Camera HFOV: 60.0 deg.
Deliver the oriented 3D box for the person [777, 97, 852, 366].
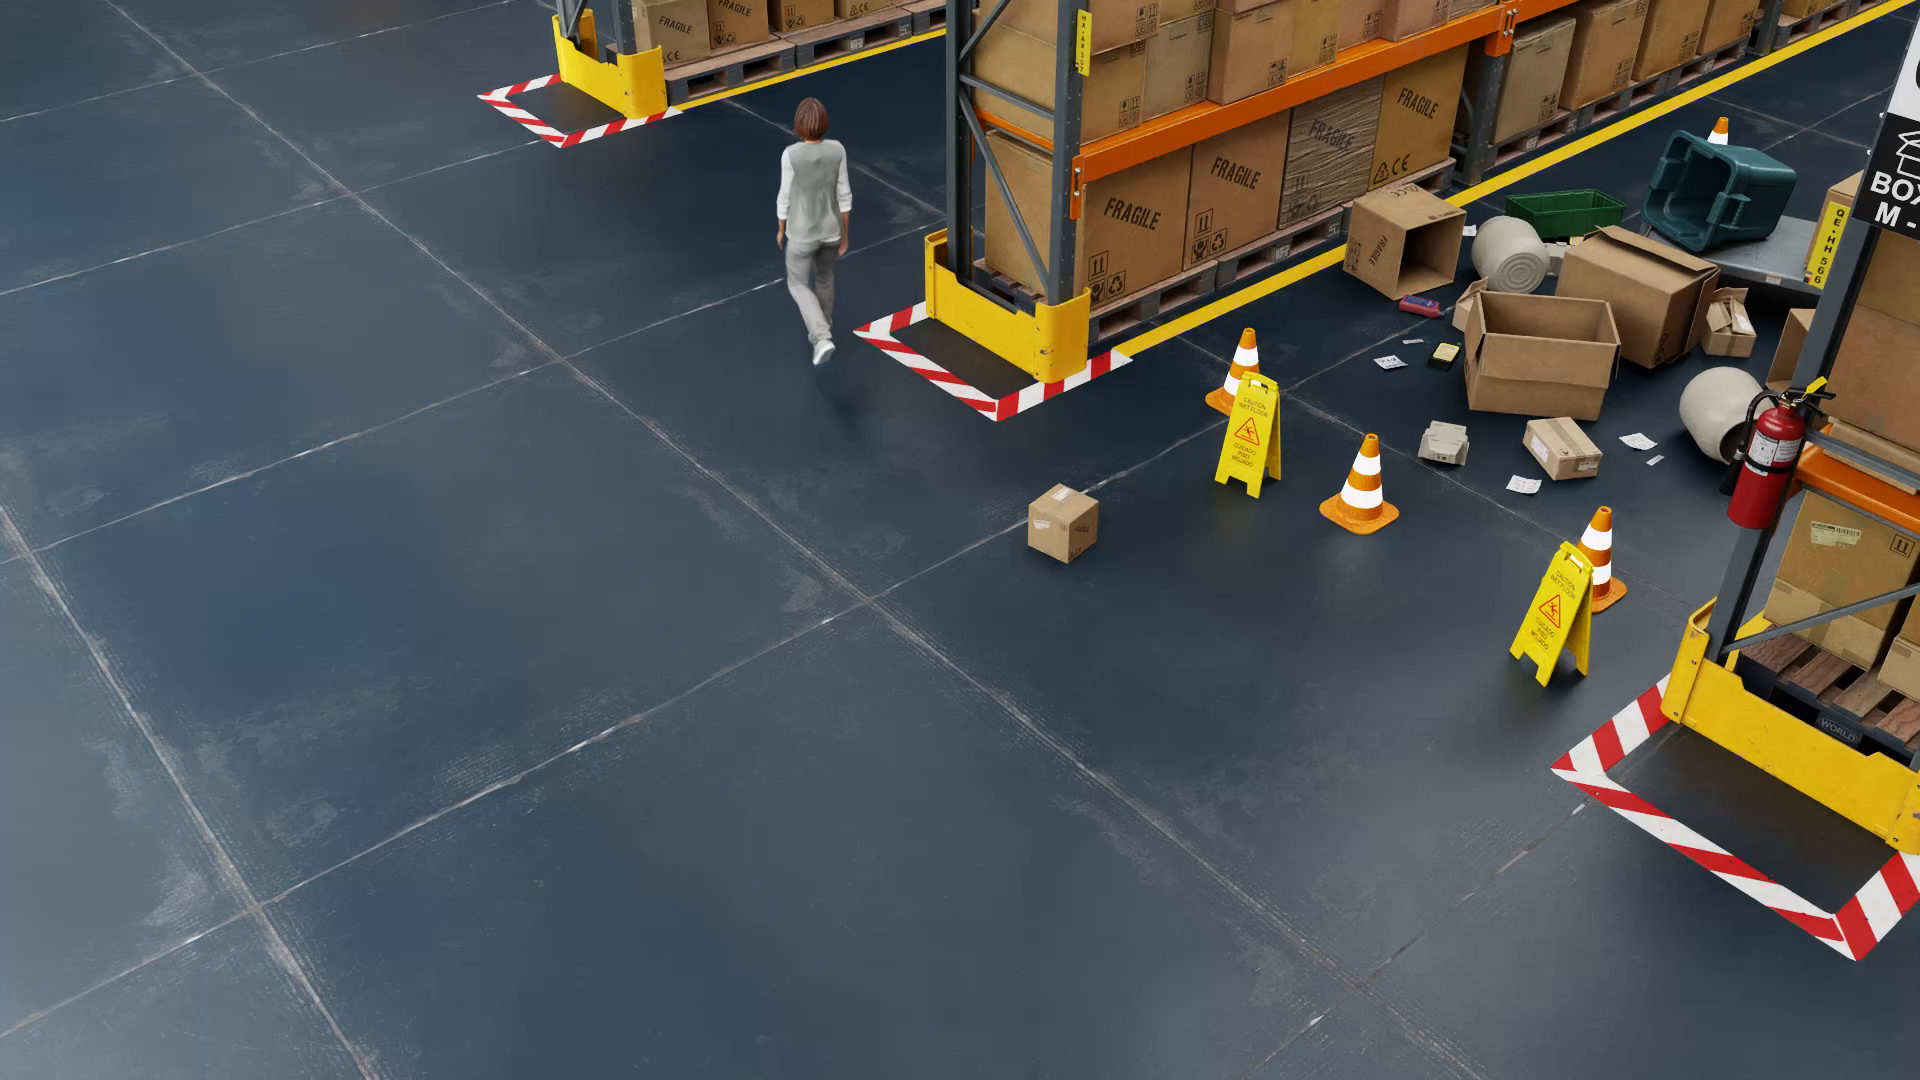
[{"bbox_3d":[-0.801,-1.718,9.389,0.413,1.580,0.723,-14,39,-18],"label":"person"}]
